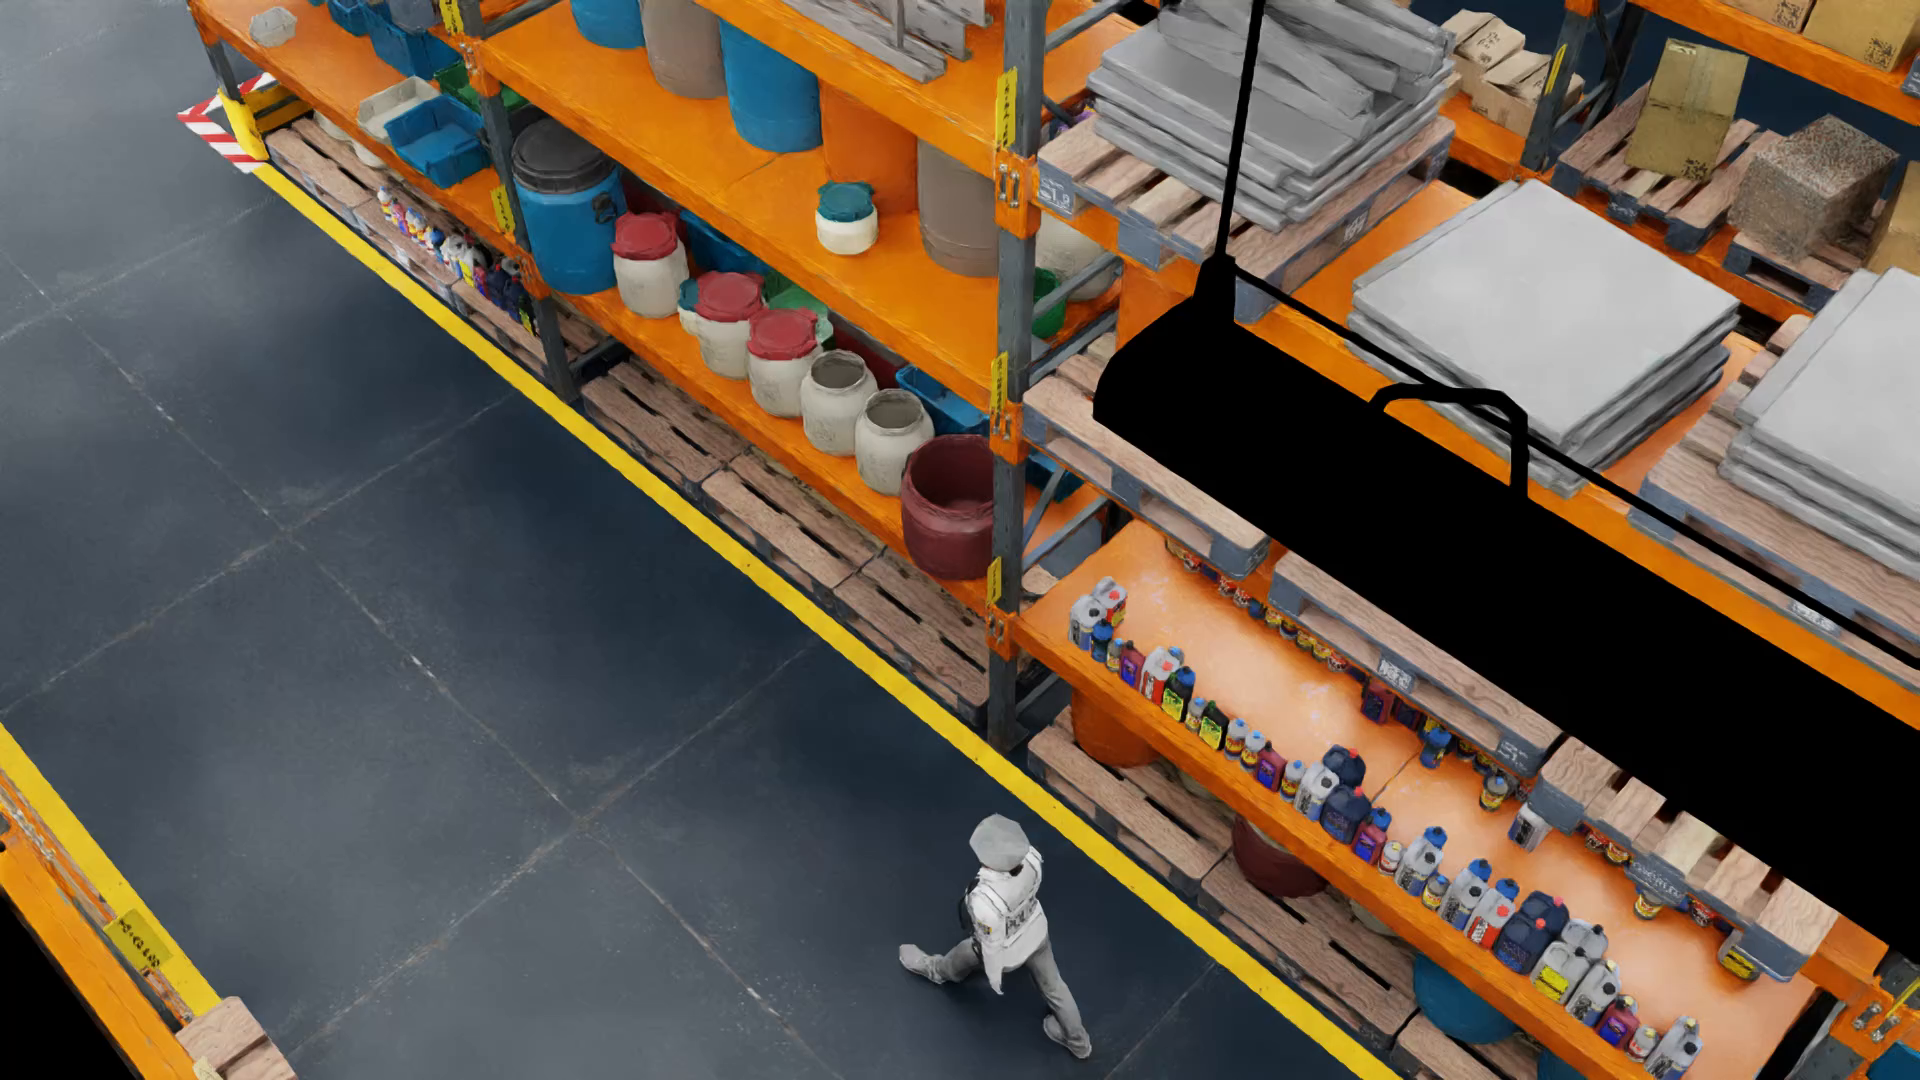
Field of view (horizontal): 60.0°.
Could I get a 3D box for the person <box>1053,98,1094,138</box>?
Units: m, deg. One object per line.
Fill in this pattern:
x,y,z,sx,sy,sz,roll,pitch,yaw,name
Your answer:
0.834,-2.407,11.412,0.519,1.541,0.566,34,58,25,person

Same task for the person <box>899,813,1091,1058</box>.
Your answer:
0.199,1.805,7.809,1.075,1.585,0.498,34,58,25,person
